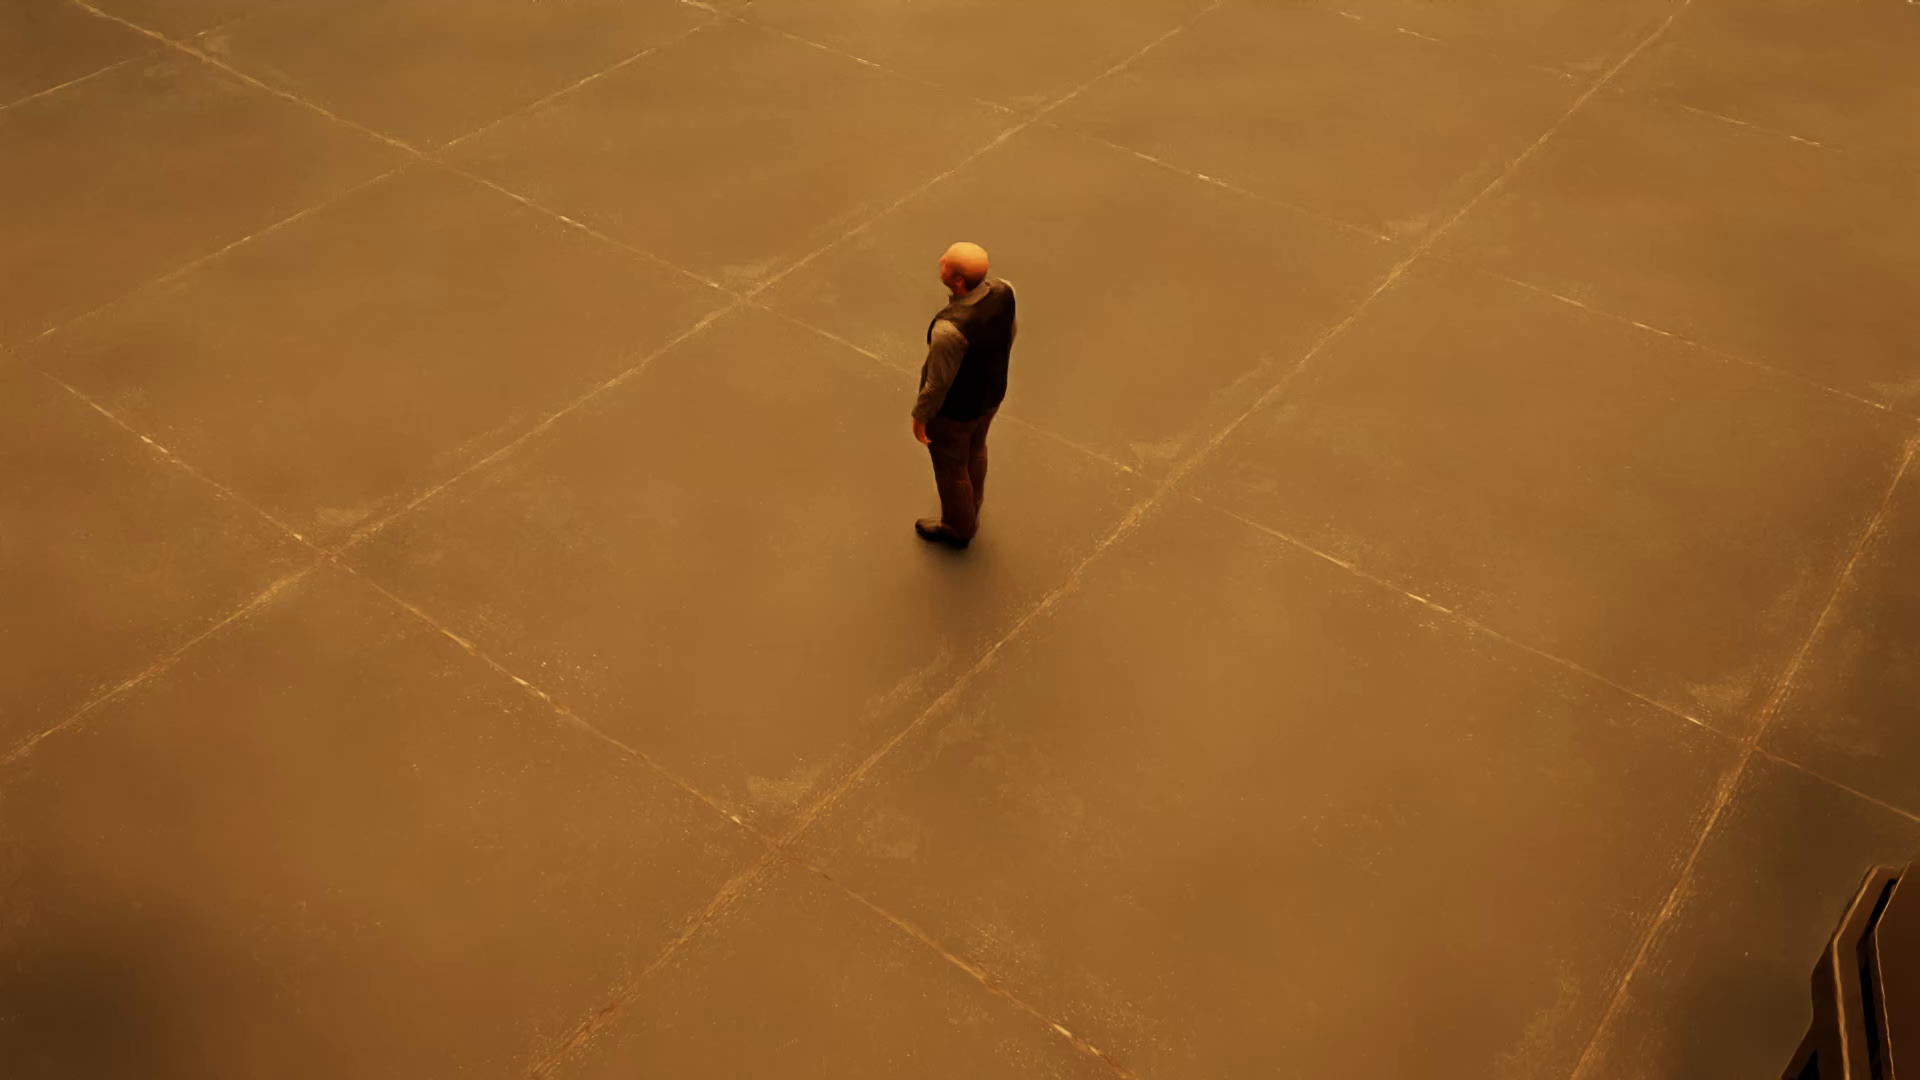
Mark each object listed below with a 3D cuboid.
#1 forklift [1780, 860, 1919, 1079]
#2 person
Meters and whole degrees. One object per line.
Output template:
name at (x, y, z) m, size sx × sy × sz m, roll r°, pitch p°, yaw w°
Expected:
forklift at (2.369, 2.070, 3.646) m, size 3.031 × 2.935 × 1.130 m, roll 12°, pitch 42°, yaw 13°
person at (-0.045, -0.662, 7.827) m, size 0.567 × 1.649 × 0.632 m, roll 26°, pitch 47°, yaw 28°
